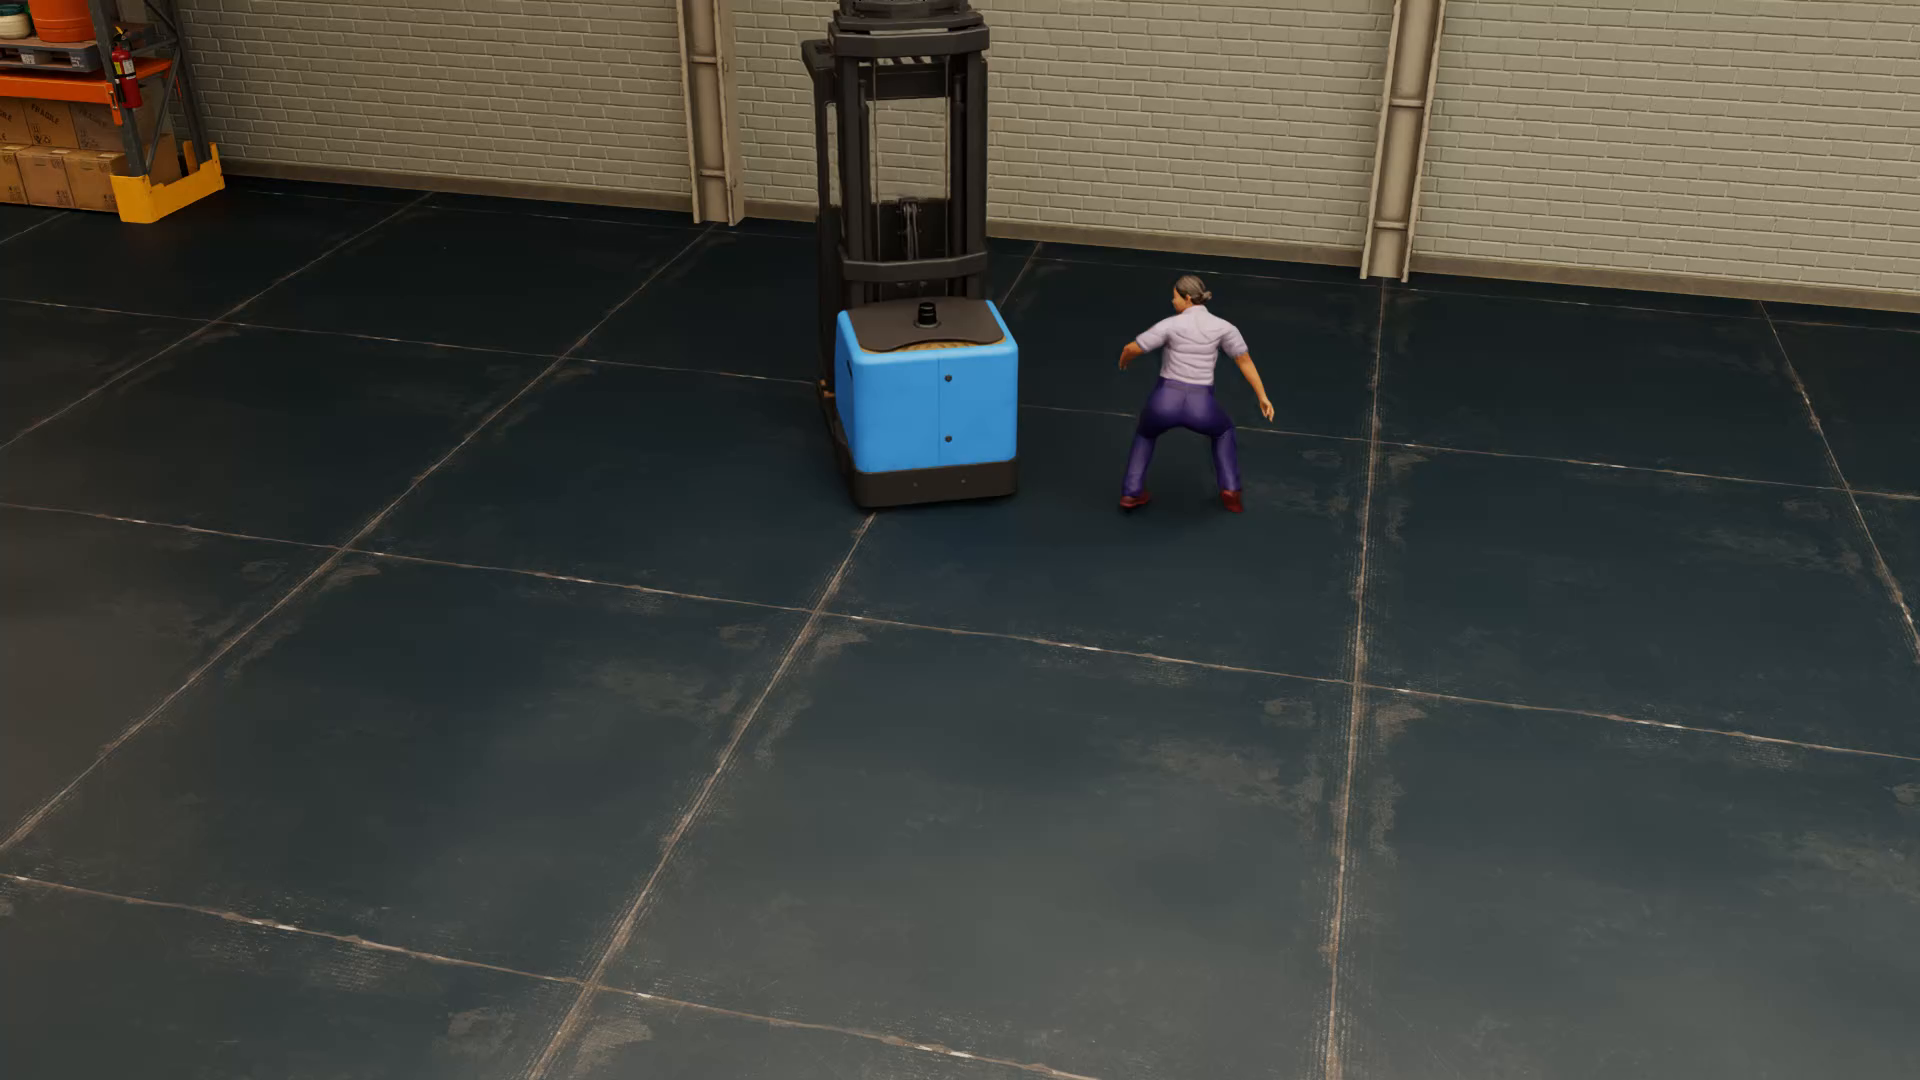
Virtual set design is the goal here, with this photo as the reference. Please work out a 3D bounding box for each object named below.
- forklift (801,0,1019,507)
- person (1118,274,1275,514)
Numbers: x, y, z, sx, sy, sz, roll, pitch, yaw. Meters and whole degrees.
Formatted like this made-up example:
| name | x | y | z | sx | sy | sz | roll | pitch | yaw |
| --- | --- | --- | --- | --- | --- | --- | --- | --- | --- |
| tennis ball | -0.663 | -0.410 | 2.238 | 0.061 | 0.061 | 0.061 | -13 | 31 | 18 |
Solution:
| name | x | y | z | sx | sy | sz | roll | pitch | yaw |
| --- | --- | --- | --- | --- | --- | --- | --- | --- | --- |
| forklift | -0.417 | -2.187 | 11.031 | 1.130 | 2.935 | 3.031 | -6 | 30 | -10 |
| person | 1.435 | -0.835 | 10.209 | 0.946 | 1.565 | 0.510 | 3 | 30 | 5 |
